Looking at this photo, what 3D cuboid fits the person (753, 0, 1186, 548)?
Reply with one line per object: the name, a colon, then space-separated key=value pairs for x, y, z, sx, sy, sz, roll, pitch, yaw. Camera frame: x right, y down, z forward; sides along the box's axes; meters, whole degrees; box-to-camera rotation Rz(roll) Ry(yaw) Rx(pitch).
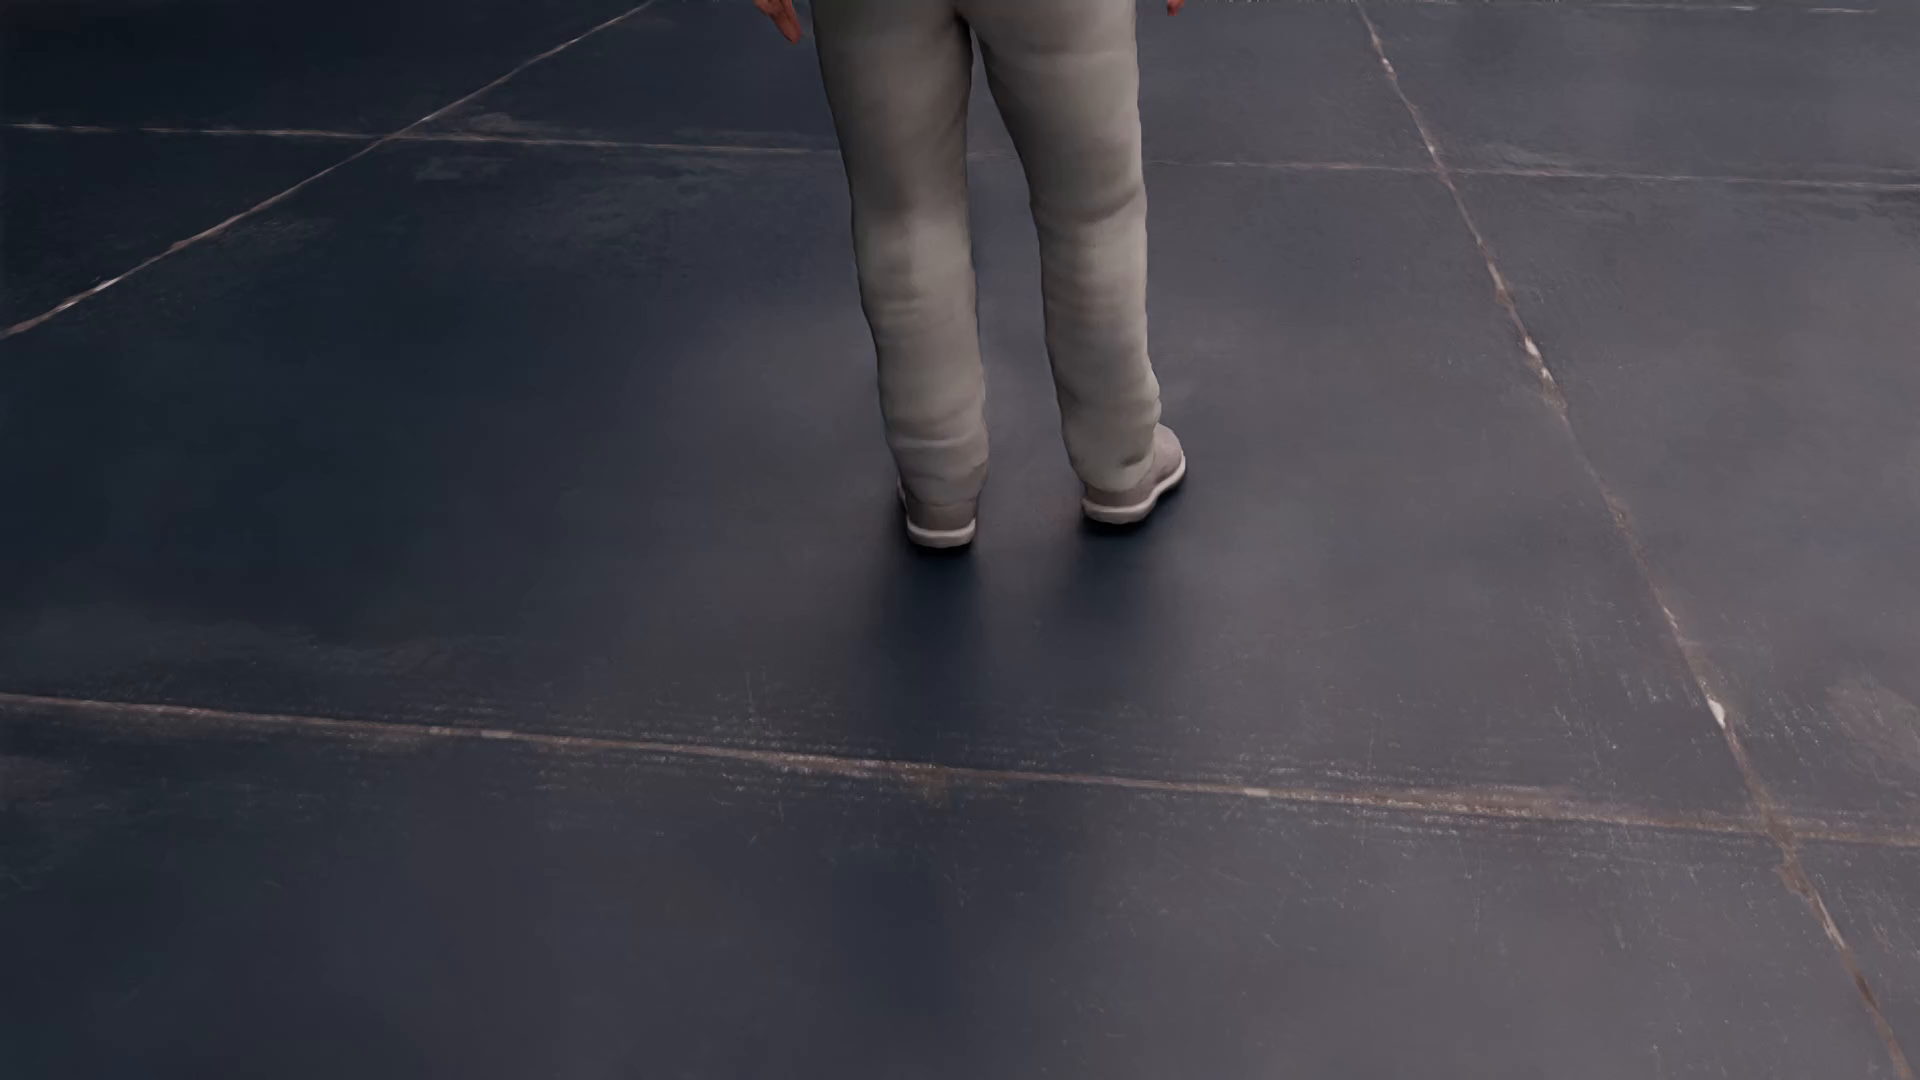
person: x=0.022 y=-0.835 z=2.168 sx=0.640 sy=1.773 sz=0.574 roll=3 pitch=27 yaw=7
